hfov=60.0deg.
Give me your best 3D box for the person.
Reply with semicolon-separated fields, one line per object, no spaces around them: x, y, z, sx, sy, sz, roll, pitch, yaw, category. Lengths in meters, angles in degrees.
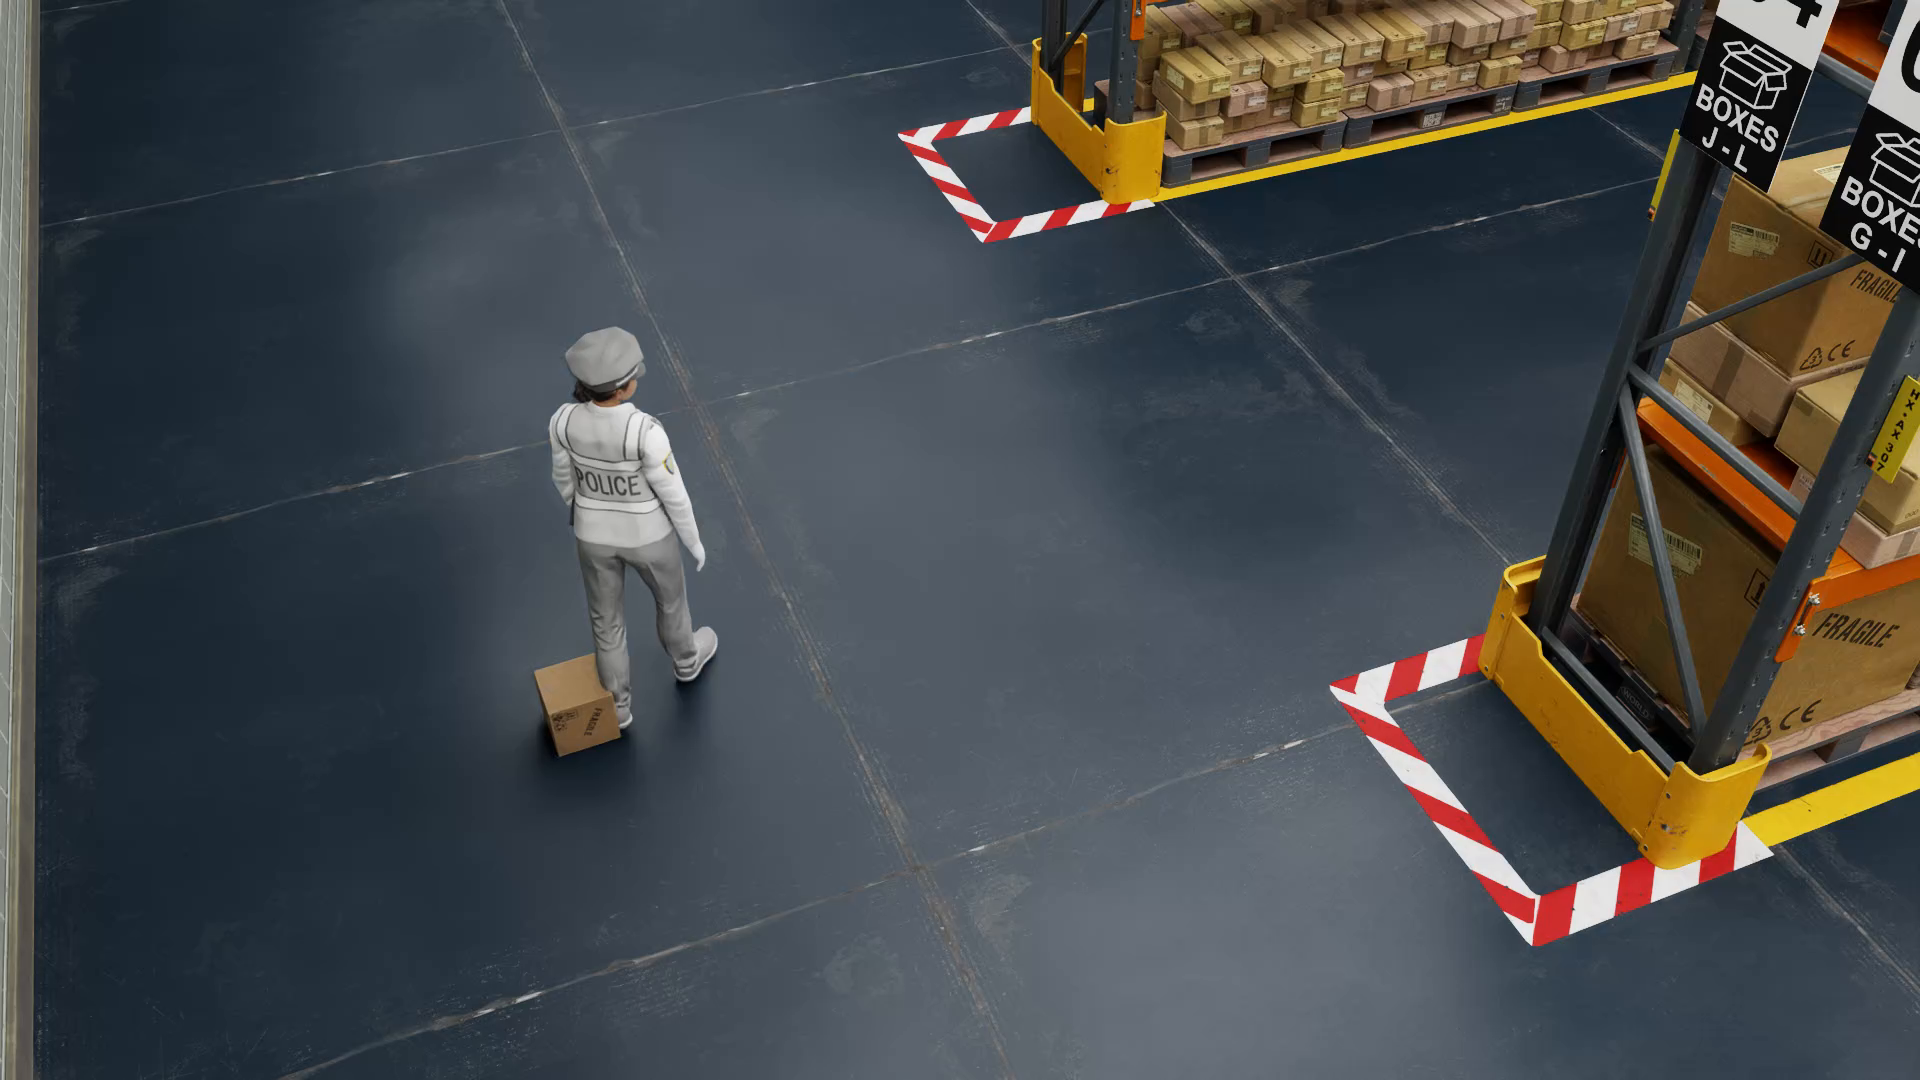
-1.215;-0.042;6.171;0.538;1.655;0.579;4;42;5;person
